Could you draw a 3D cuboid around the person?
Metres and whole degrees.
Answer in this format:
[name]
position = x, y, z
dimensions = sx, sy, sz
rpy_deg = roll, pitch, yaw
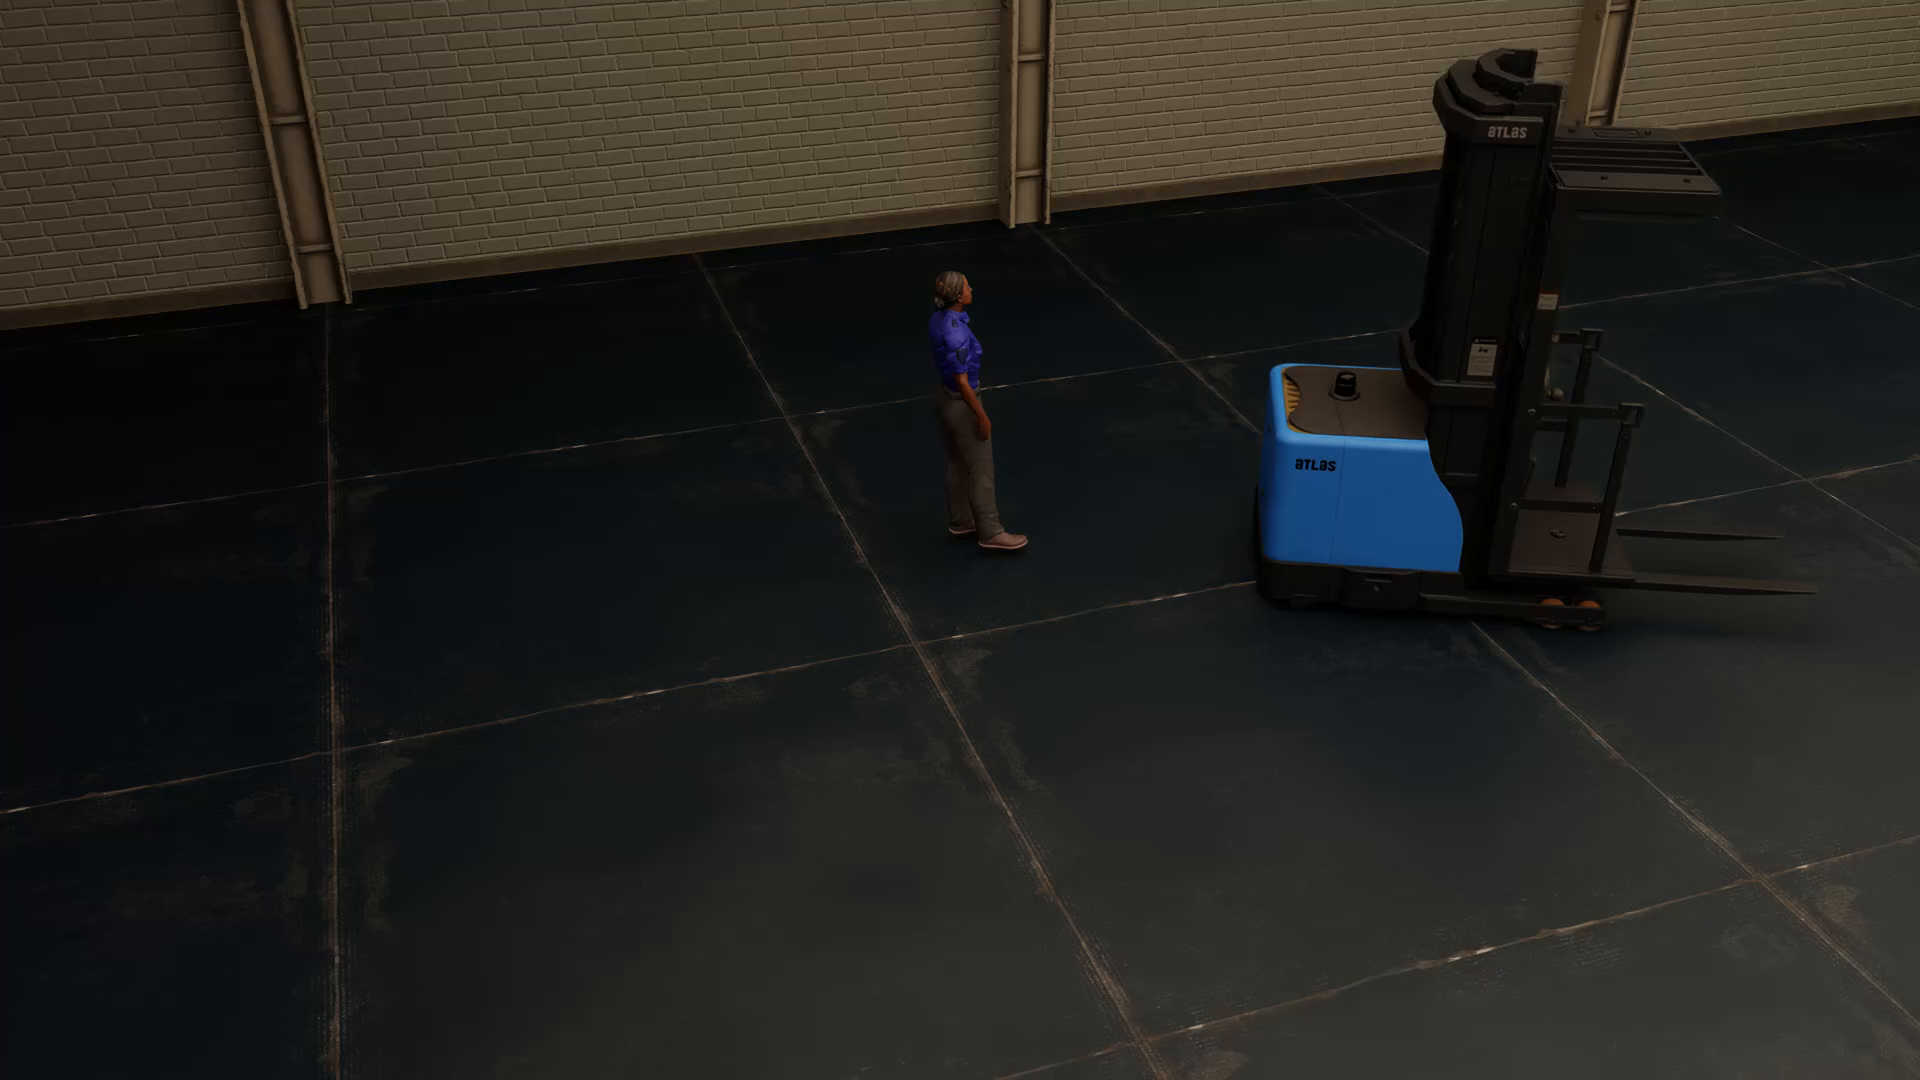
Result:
[person]
position = 0.089, -0.763, 9.598
dimensions = 0.503, 1.655, 0.570
rpy_deg = -10, 31, -16

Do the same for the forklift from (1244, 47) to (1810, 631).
[forklift]
position = 3.187, -1.053, 8.917
dimensions = 3.031, 2.935, 1.130
rpy_deg = 3, 30, 6
